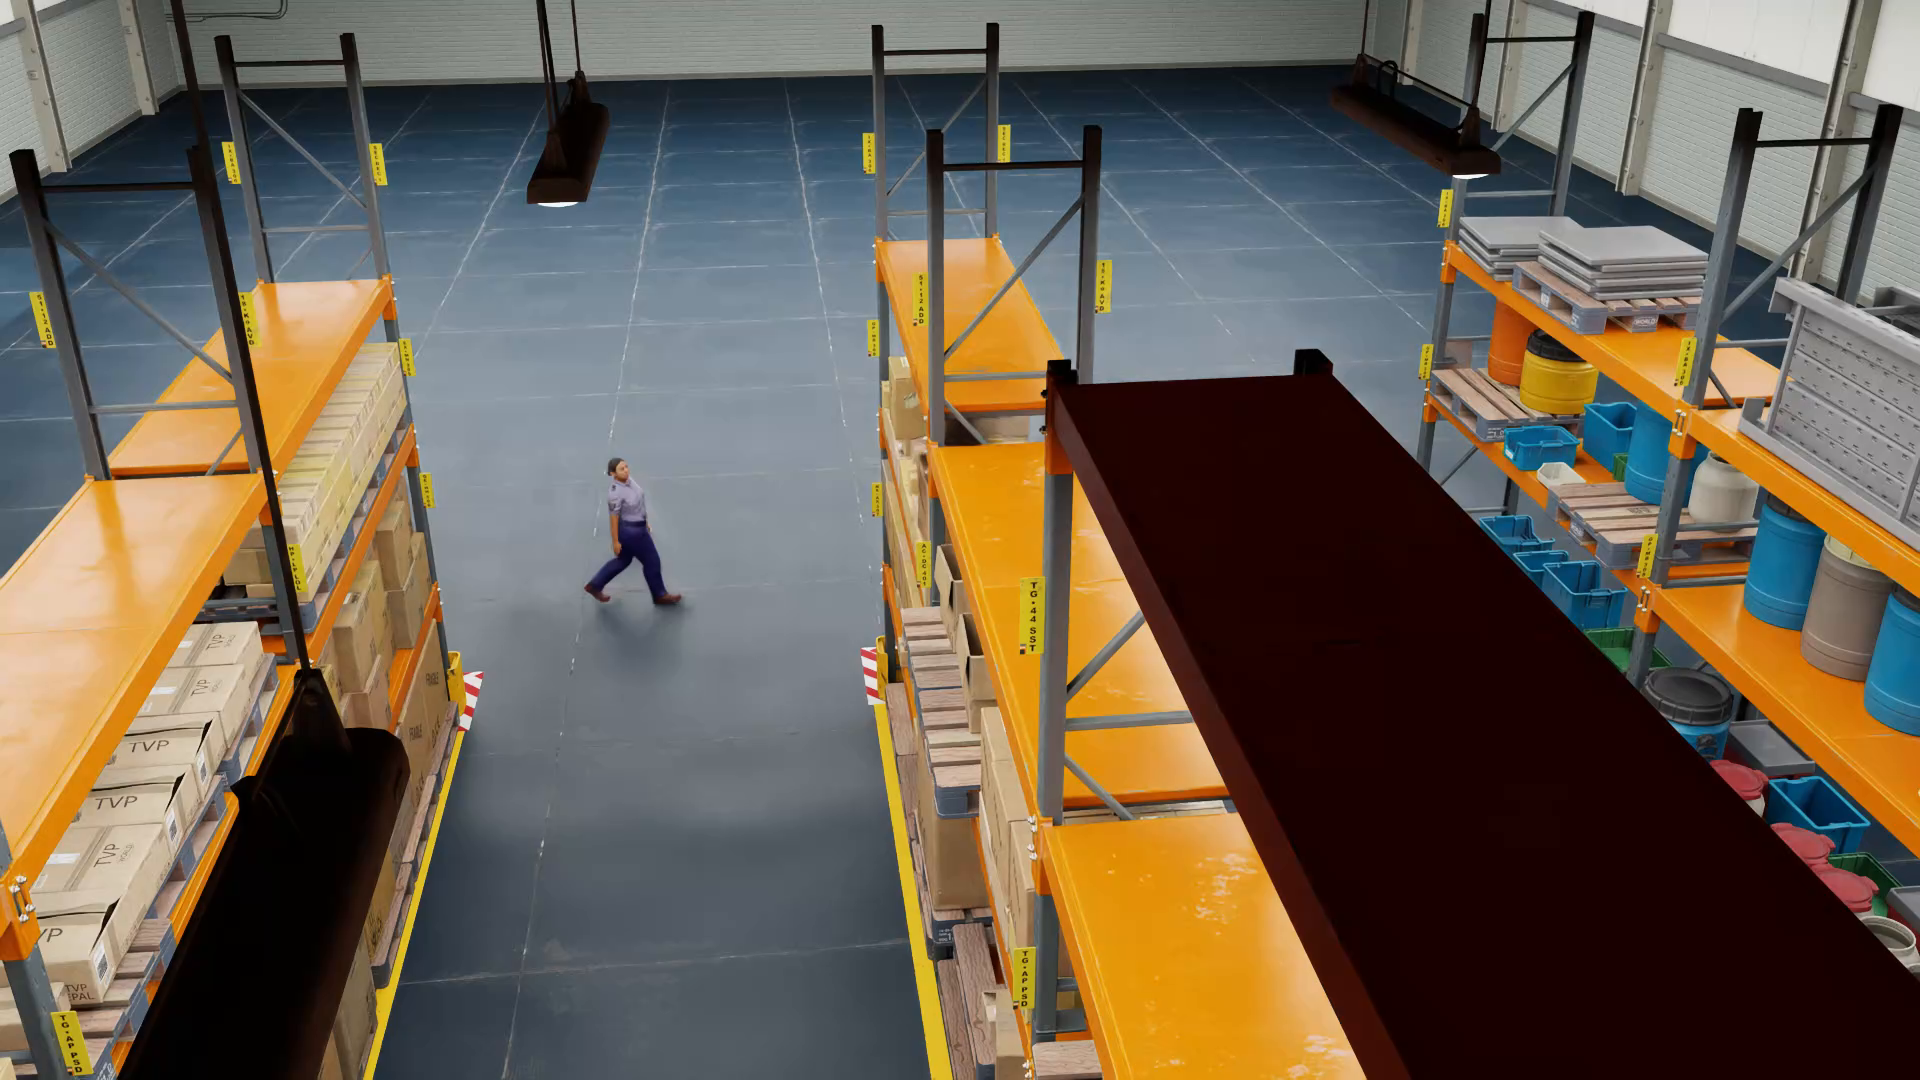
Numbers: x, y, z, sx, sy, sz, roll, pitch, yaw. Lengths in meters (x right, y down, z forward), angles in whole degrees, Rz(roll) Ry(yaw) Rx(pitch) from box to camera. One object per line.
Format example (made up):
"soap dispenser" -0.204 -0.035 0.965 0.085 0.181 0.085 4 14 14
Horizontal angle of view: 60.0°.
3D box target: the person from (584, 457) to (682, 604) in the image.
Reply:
"person" -3.372 -0.084 16.814 0.926 1.604 0.464 -13 28 -25
